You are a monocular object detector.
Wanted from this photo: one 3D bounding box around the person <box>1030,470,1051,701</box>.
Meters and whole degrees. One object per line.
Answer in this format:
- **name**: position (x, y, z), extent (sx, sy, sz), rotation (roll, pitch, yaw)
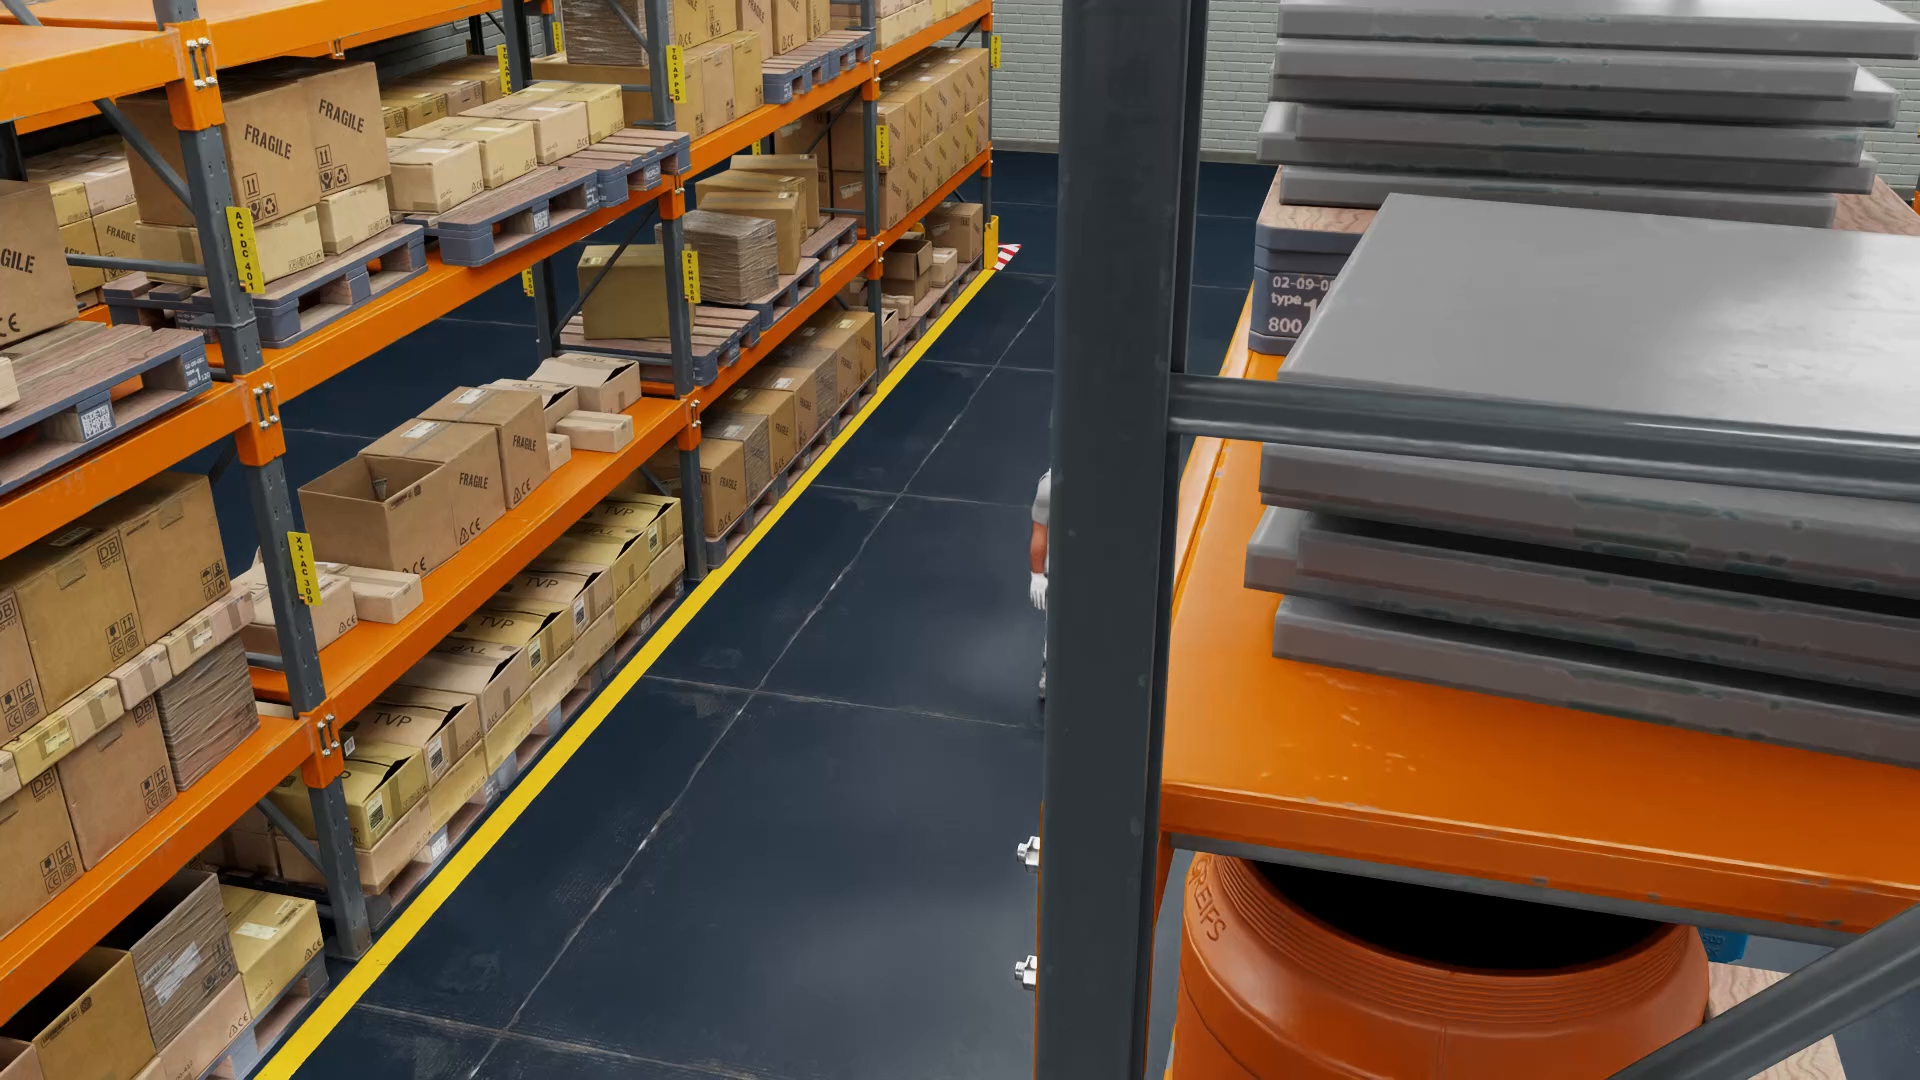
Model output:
- **person**: position (0.718, 0.205, 9.115), extent (0.718, 1.774, 0.597), rotation (21, 33, 38)
